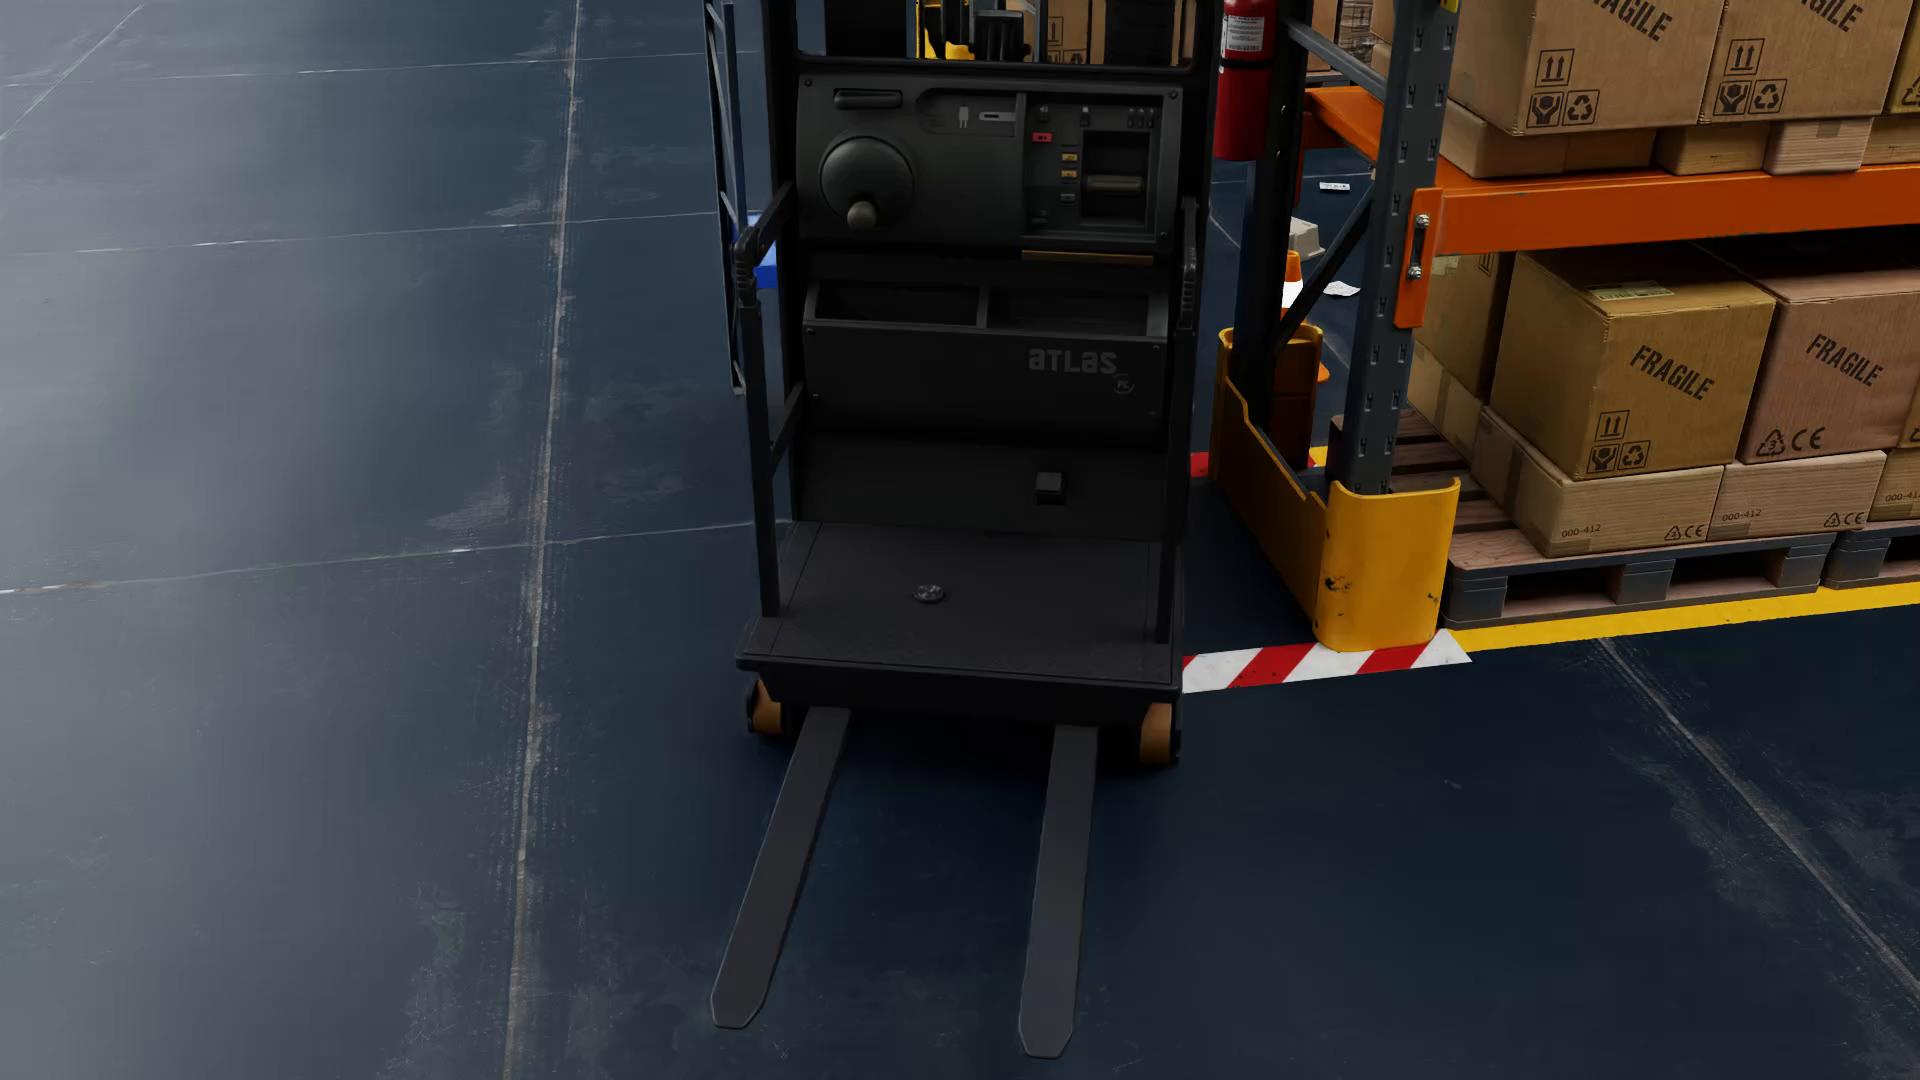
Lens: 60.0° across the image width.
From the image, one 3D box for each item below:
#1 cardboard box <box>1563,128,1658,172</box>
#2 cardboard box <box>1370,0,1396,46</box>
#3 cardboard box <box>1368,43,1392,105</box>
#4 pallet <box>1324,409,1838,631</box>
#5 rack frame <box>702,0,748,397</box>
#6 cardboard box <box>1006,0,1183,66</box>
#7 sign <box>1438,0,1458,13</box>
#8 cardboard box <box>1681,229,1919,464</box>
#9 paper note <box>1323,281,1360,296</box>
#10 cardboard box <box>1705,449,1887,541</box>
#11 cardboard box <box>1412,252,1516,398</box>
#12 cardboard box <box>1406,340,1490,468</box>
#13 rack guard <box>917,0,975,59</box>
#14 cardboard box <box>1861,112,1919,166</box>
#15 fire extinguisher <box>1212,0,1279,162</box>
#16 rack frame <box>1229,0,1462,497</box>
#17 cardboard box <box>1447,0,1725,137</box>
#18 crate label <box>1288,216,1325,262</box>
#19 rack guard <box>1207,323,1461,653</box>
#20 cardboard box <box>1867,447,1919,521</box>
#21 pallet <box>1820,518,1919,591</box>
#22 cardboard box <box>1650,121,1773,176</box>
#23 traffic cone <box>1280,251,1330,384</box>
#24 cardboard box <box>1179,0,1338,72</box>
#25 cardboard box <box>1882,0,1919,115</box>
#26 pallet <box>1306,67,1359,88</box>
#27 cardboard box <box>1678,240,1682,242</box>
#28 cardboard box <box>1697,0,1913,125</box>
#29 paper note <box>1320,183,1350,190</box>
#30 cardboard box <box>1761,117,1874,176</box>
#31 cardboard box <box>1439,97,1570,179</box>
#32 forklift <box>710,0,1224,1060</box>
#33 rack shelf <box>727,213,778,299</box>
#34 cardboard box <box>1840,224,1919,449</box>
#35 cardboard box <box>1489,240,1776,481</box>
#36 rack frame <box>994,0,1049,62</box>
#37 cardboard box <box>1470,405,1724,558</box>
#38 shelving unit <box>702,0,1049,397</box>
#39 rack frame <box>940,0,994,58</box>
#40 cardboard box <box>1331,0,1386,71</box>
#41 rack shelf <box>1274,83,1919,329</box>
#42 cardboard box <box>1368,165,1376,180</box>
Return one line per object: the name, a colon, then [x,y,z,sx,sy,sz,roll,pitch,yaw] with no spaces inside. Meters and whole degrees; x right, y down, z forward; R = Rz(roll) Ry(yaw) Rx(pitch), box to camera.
cardboard box: [1.646,-1.119,4.441,0.250,0.149,0.380,-5,31,-8]
cardboard box: [1.513,-1.627,4.666,0.500,0.500,0.500,-6,31,-10]
cardboard box: [1.358,-1.302,4.752,0.250,0.149,0.380,-4,31,-7]
pallet: [1.909,-0.131,5.264,1.213,0.211,1.003,-5,31,-9]
rack frame: [-0.775,-1.109,5.657,0.032,1.500,0.500,-8,31,-14]
cardboard box: [0.693,-3.088,9.224,0.875,0.875,0.875,-5,31,-9]
sign: [1.127,-1.372,3.770,0.005,0.325,0.100,-5,31,-9]
cardboard box: [2.409,-0.576,4.829,0.500,0.500,0.500,-6,31,-11]
paper note: [1.600,-1.068,7.036,0.142,0.019,0.148,-17,34,-26]
cardboard box: [2.375,-0.243,5.003,0.500,0.250,0.500,-4,31,-7]
cardboard box: [1.770,-0.791,5.195,0.500,0.500,0.500,-5,31,-9]
cardboard box: [1.799,-0.475,5.397,0.500,0.250,0.500,-5,31,-9]
rack guard: [0.014,-2.648,9.260,0.348,0.500,1.175,-5,31,-9]
cardboard box: [2.428,-1.143,4.483,0.250,0.149,0.380,-5,31,-8]
fire extinguisher: [0.833,-1.455,4.842,0.183,0.674,0.296,-5,31,-9]
rack frame: [1.029,-1.269,4.449,0.127,3.000,1.000,-5,31,-9]
cardboard box: [1.545,-1.345,4.187,0.500,0.500,0.500,-6,31,-10]
crate label: [1.447,-1.343,7.398,0.298,0.136,0.250,-23,38,-34]
rack guard: [1.103,-0.199,5.094,0.348,0.500,1.175,-5,31,-9]
cardboard box: [2.910,-0.300,5.099,0.500,0.250,0.500,-3,31,-6]
pallet: [3.106,-0.240,5.450,1.213,0.211,1.003,-5,31,-9]
cardboard box: [1.921,-1.103,4.414,0.250,0.149,0.380,-6,31,-11]
traffic cone: [1.219,-0.858,6.253,0.334,0.463,0.336,-5,31,-9]
cardboard box: [1.558,-3.169,9.362,0.875,0.875,0.875,-6,31,-10]
cardboard box: [2.554,-1.441,4.350,0.500,0.500,0.500,-6,31,-10]
pallet: [2.008,-2.747,9.714,1.213,0.211,1.003,-5,31,-9]
cardboard box: [2.282,-0.841,5.279,0.500,0.500,0.500,-4,31,-7]
cardboard box: [2.053,-1.394,4.270,0.500,0.500,0.500,-4,31,-7]
paper note: [1.845,-1.740,8.181,0.142,0.017,0.144,5,31,8]
cardboard box: [2.179,-1.103,4.414,0.250,0.149,0.380,-5,31,-8]
cardboard box: [1.400,-1.089,4.390,0.250,0.149,0.380,-5,31,-9]
forklift: [0.042,-0.873,3.844,1.130,2.935,3.031,4,31,6]
rack shelf: [-0.286,-1.025,5.868,1.000,0.185,0.538,-8,31,-14]
cardboard box: [2.904,-0.618,4.900,0.500,0.500,0.500,-5,31,-8]
cardboard box: [1.895,-0.526,4.744,0.500,0.500,0.500,-6,31,-11]
rack frame: [0.202,-1.251,5.897,0.032,1.500,0.500,-8,31,-14]
cardboard box: [1.872,-0.201,4.930,0.500,0.250,0.500,-6,31,-9]
shelving unit: [-0.286,-1.180,5.777,1.048,1.500,0.538,-8,31,-14]
rack frame: [0.038,-3.728,8.631,0.127,3.000,1.000,-5,31,-9]
cardboard box: [2.455,-3.251,9.502,0.875,0.875,0.875,-5,31,-9]
rack shelf: [2.996,-1.142,4.942,4.000,0.370,1.077,-5,31,-9]
cardboard box: [2.300,-1.616,7.501,0.797,0.503,0.637,23,37,33]
